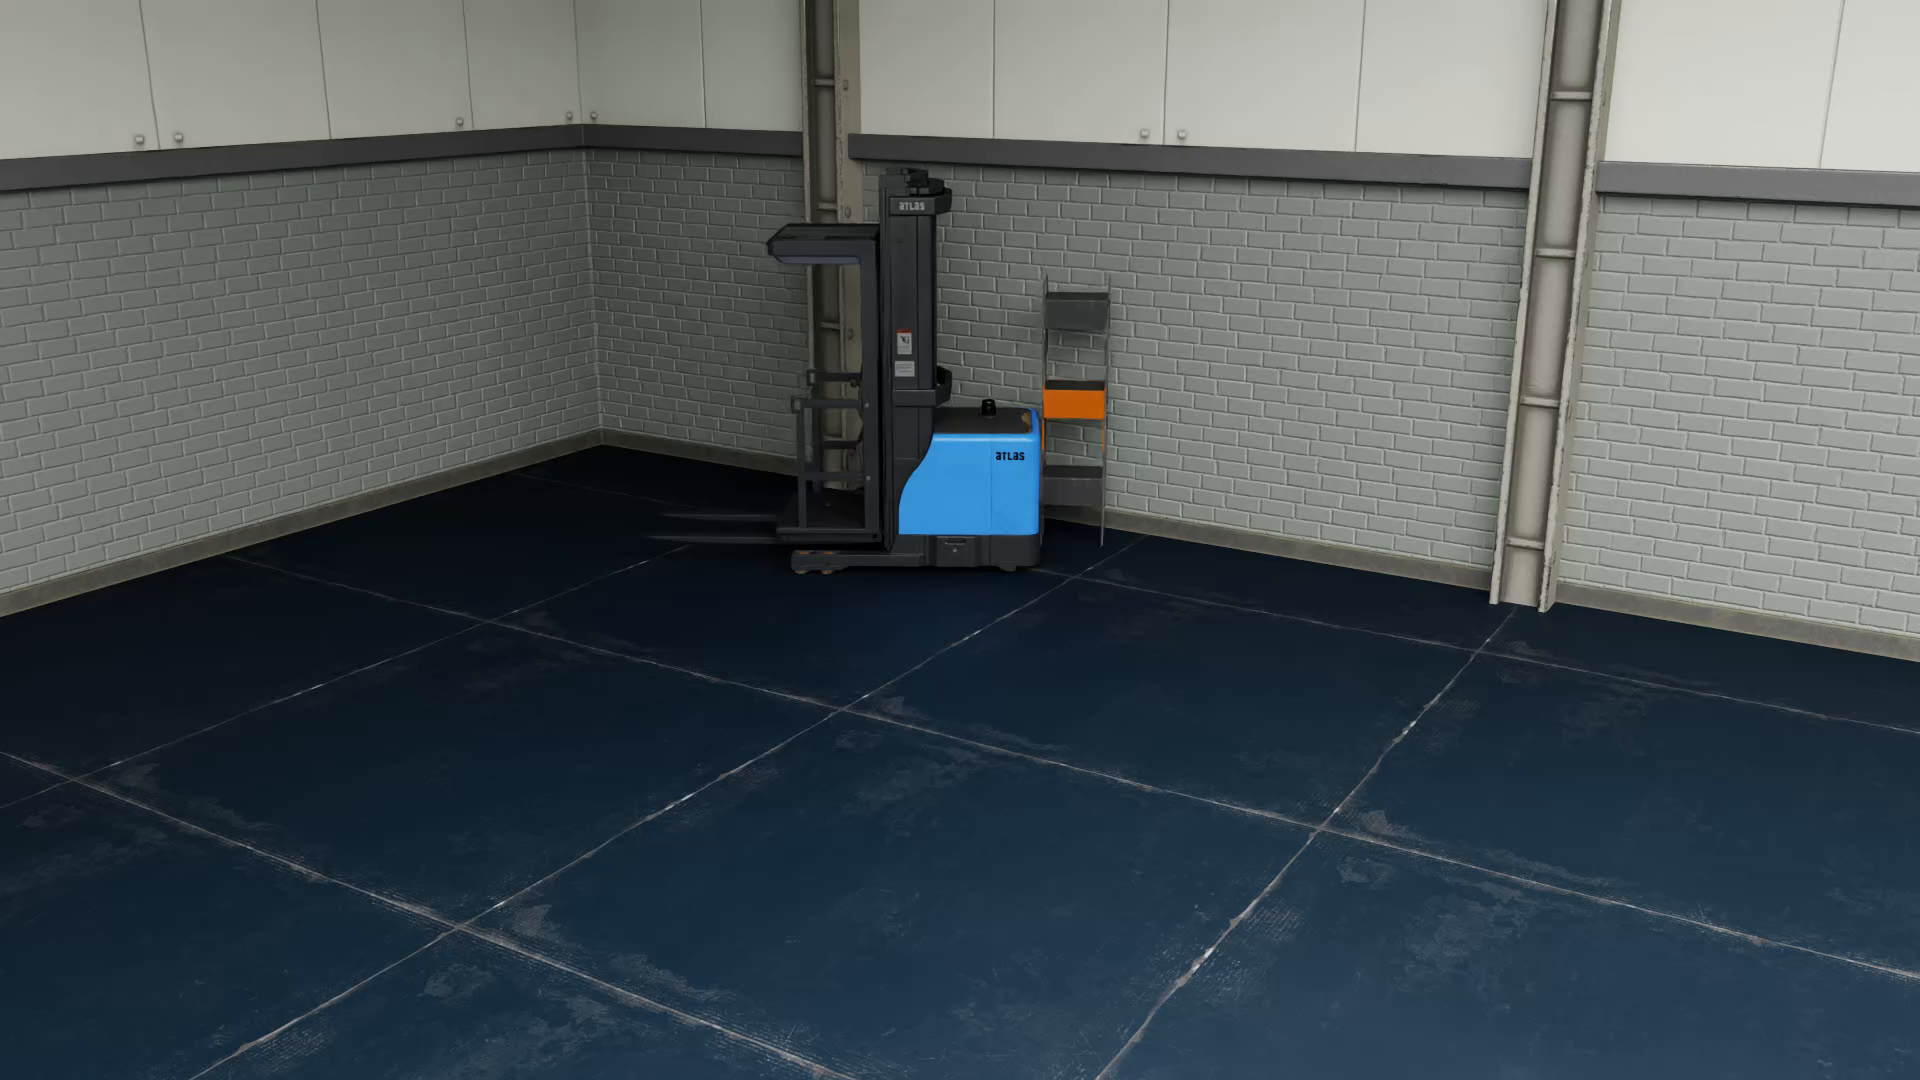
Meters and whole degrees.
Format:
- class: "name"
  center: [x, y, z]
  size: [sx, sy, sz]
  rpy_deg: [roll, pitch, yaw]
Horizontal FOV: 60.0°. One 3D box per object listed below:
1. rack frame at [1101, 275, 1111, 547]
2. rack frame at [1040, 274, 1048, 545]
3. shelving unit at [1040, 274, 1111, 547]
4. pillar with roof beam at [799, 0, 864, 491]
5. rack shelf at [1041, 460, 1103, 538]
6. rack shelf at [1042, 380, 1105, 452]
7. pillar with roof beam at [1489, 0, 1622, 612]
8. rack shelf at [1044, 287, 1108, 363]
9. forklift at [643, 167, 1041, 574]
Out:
- class: "rack frame"
  center: [1.147, -1.005, 13.077]
  size: [0.015, 2.100, 0.400]
  rpy_deg: [2, 17, 6]
- class: "rack frame"
  center: [0.661, -1.020, 13.127]
  size: [0.015, 2.100, 0.400]
  rpy_deg: [2, 17, 6]
- class: "shelving unit"
  center: [0.904, -1.013, 13.102]
  size: [0.503, 2.100, 0.431]
  rpy_deg: [2, 17, 6]
- class: "pillar with roof beam"
  center: [-3.333, -3.710, 10.112]
  size: [0.400, 9.000, 9.100]
  rpy_deg: [10, 20, 30]
- class: "rack shelf"
  center: [0.904, -0.330, 13.309]
  size: [0.480, 0.518, 0.431]
  rpy_deg: [2, 17, 6]
- class: "rack shelf"
  center: [0.904, -1.000, 13.106]
  size: [0.480, 0.518, 0.431]
  rpy_deg: [2, 17, 6]
- class: "pillar with roof beam"
  center: [1.780, -2.797, 7.107]
  size: [0.400, 9.000, 9.100]
  rpy_deg: [10, 20, 30]
- class: "rack shelf"
  center: [0.904, -1.669, 12.903]
  size: [0.480, 0.518, 0.431]
  rpy_deg: [2, 17, 6]
- class: "forklift"
  center: [-0.897, -1.300, 12.617]
  size: [3.031, 2.935, 1.130]
  rpy_deg: [0, 17, 1]
